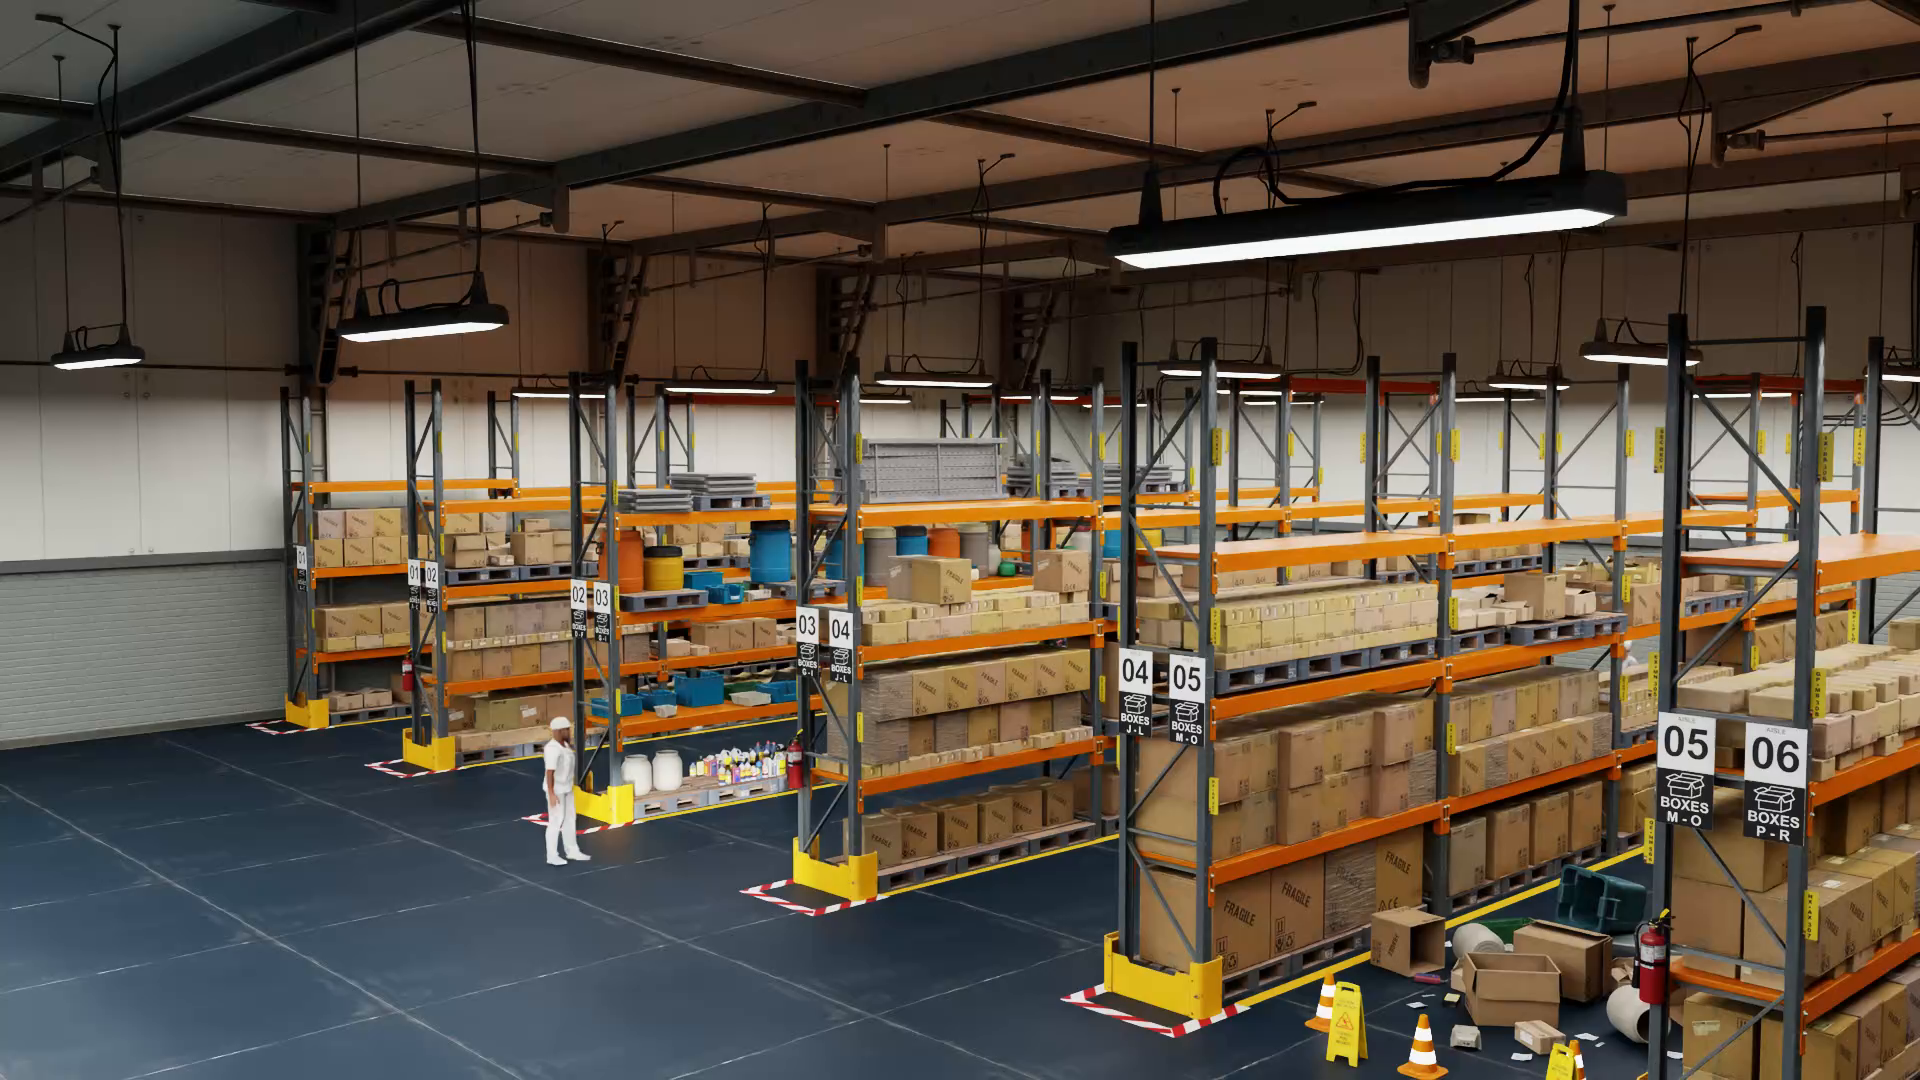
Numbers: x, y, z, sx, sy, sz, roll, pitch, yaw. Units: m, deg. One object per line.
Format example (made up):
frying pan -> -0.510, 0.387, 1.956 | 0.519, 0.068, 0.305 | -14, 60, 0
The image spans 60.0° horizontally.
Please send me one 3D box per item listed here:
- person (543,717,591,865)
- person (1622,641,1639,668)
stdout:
person -> -4.751, 3.018, 19.997 | 0.485, 1.785, 0.658 | 0, 4, 6
person -> 11.090, 2.560, 27.689 | 0.881, 1.809, 0.493 | -4, 5, -44
